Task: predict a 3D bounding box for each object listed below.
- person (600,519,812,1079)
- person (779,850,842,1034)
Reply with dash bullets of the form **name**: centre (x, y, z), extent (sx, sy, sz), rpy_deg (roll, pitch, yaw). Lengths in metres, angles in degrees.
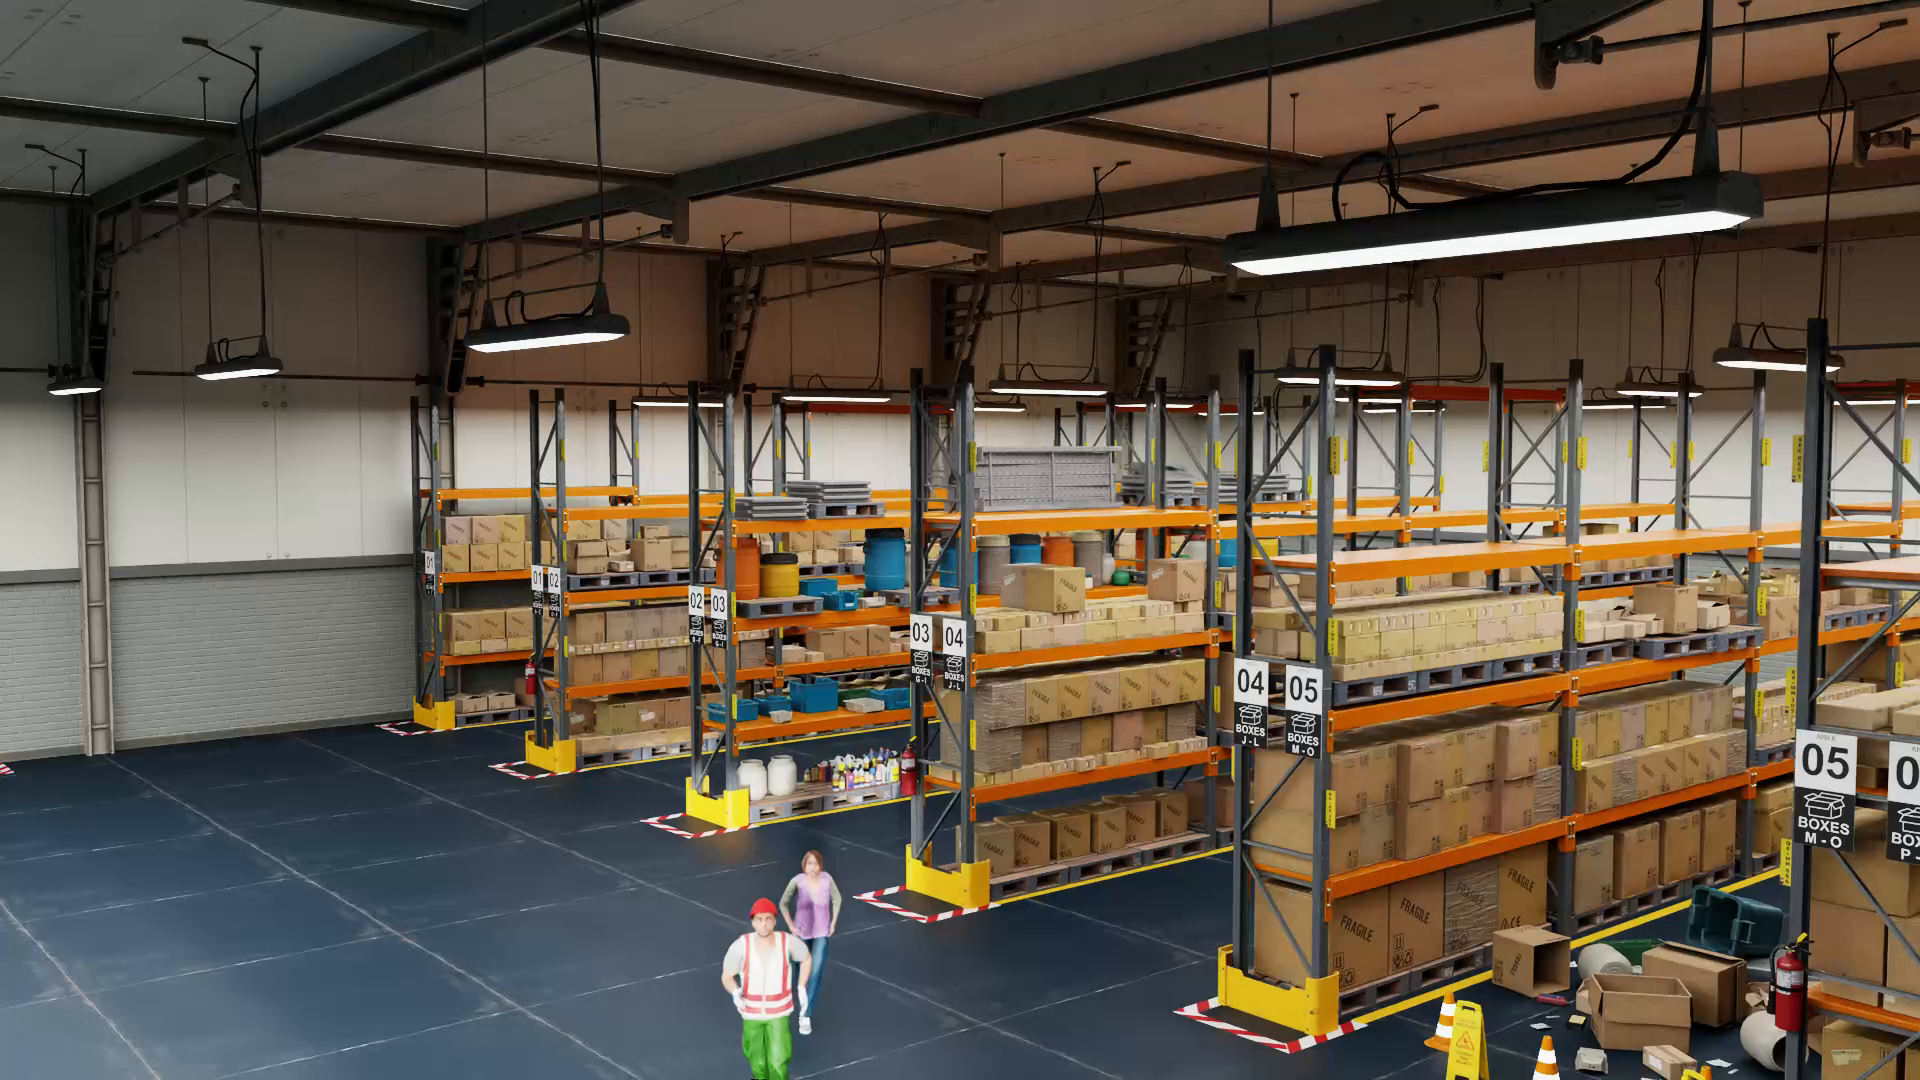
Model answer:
- **person**: centre (-4.137, 1.954, 22.268), extent (6.294, 3.814, 20.622), rpy_deg (0, 3, 1)
- **person**: centre (-1.330, 3.520, 14.831), extent (0.565, 1.577, 0.696), rpy_deg (-1, 3, -10)
